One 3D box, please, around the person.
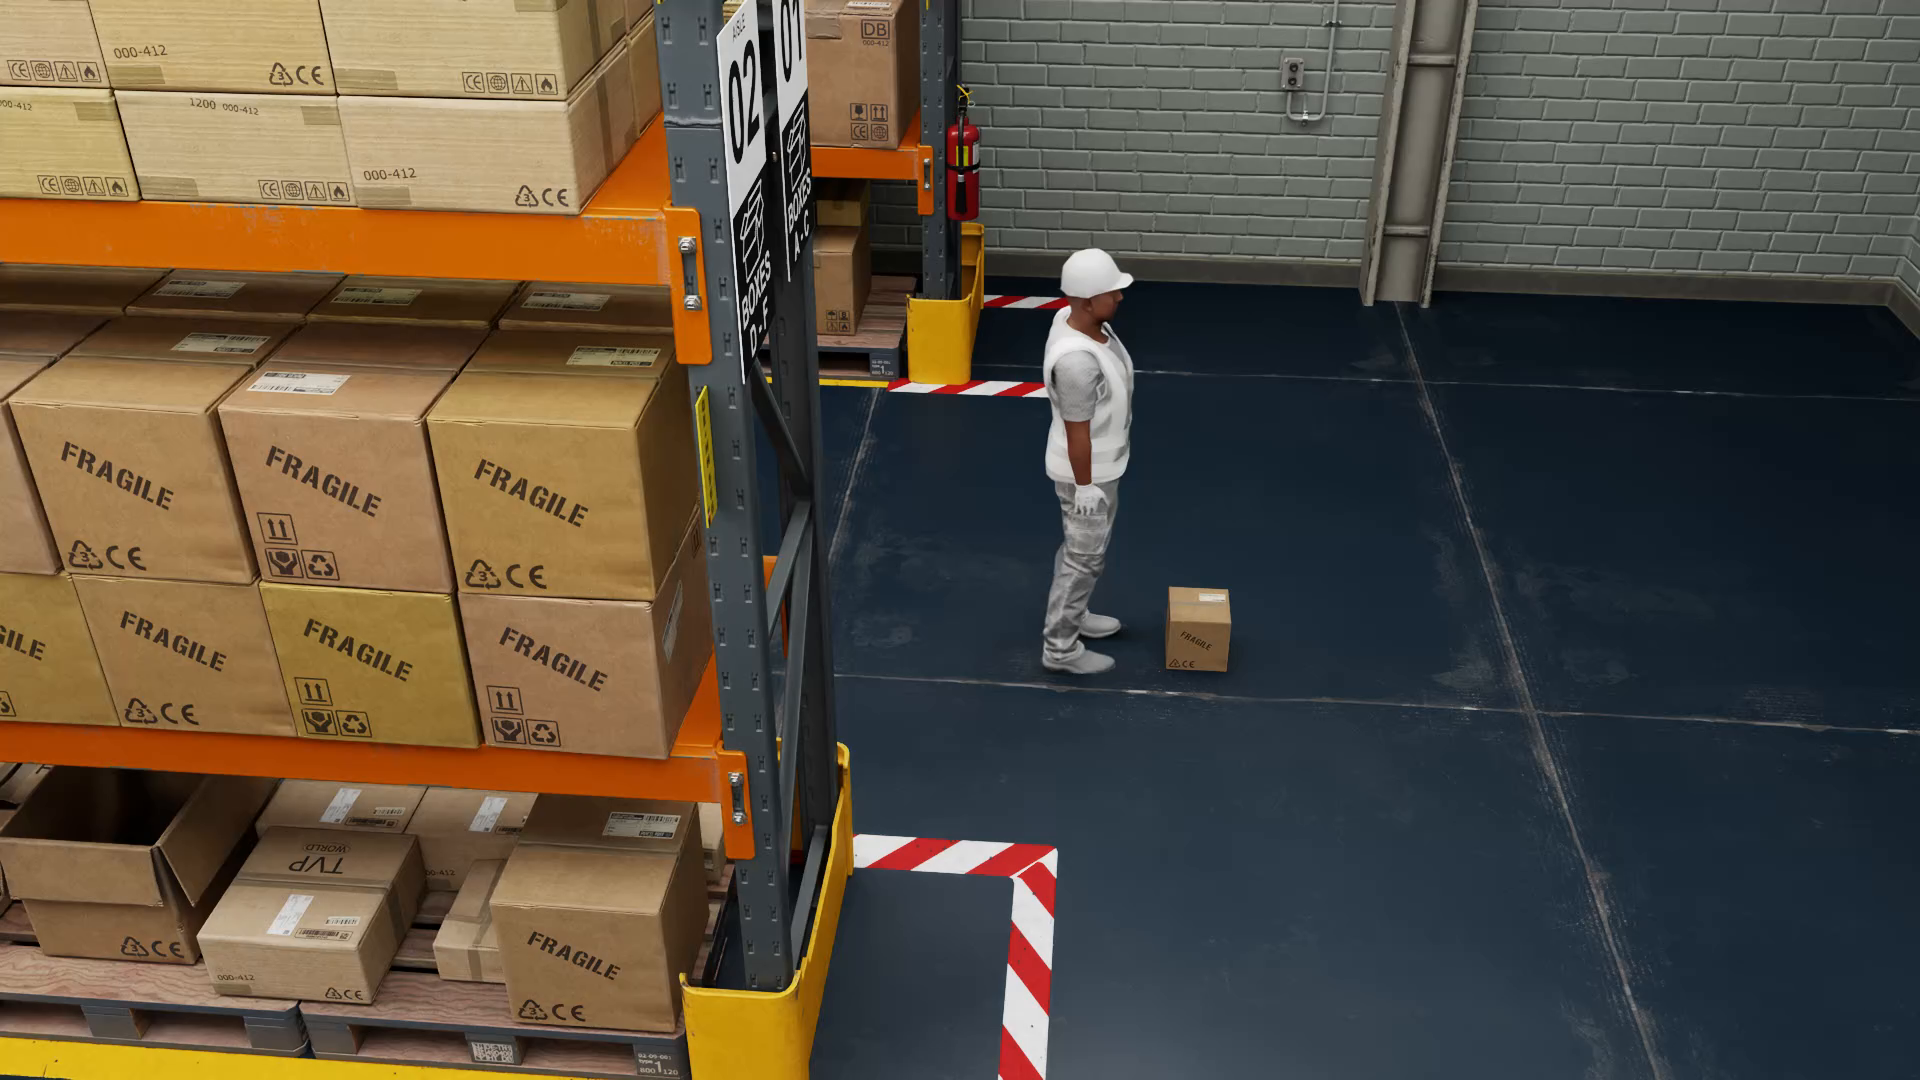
[{"bbox_3d":[0.504,-0.305,6.627,0.356,1.795,0.545,3,32,5],"label":"person"}]
